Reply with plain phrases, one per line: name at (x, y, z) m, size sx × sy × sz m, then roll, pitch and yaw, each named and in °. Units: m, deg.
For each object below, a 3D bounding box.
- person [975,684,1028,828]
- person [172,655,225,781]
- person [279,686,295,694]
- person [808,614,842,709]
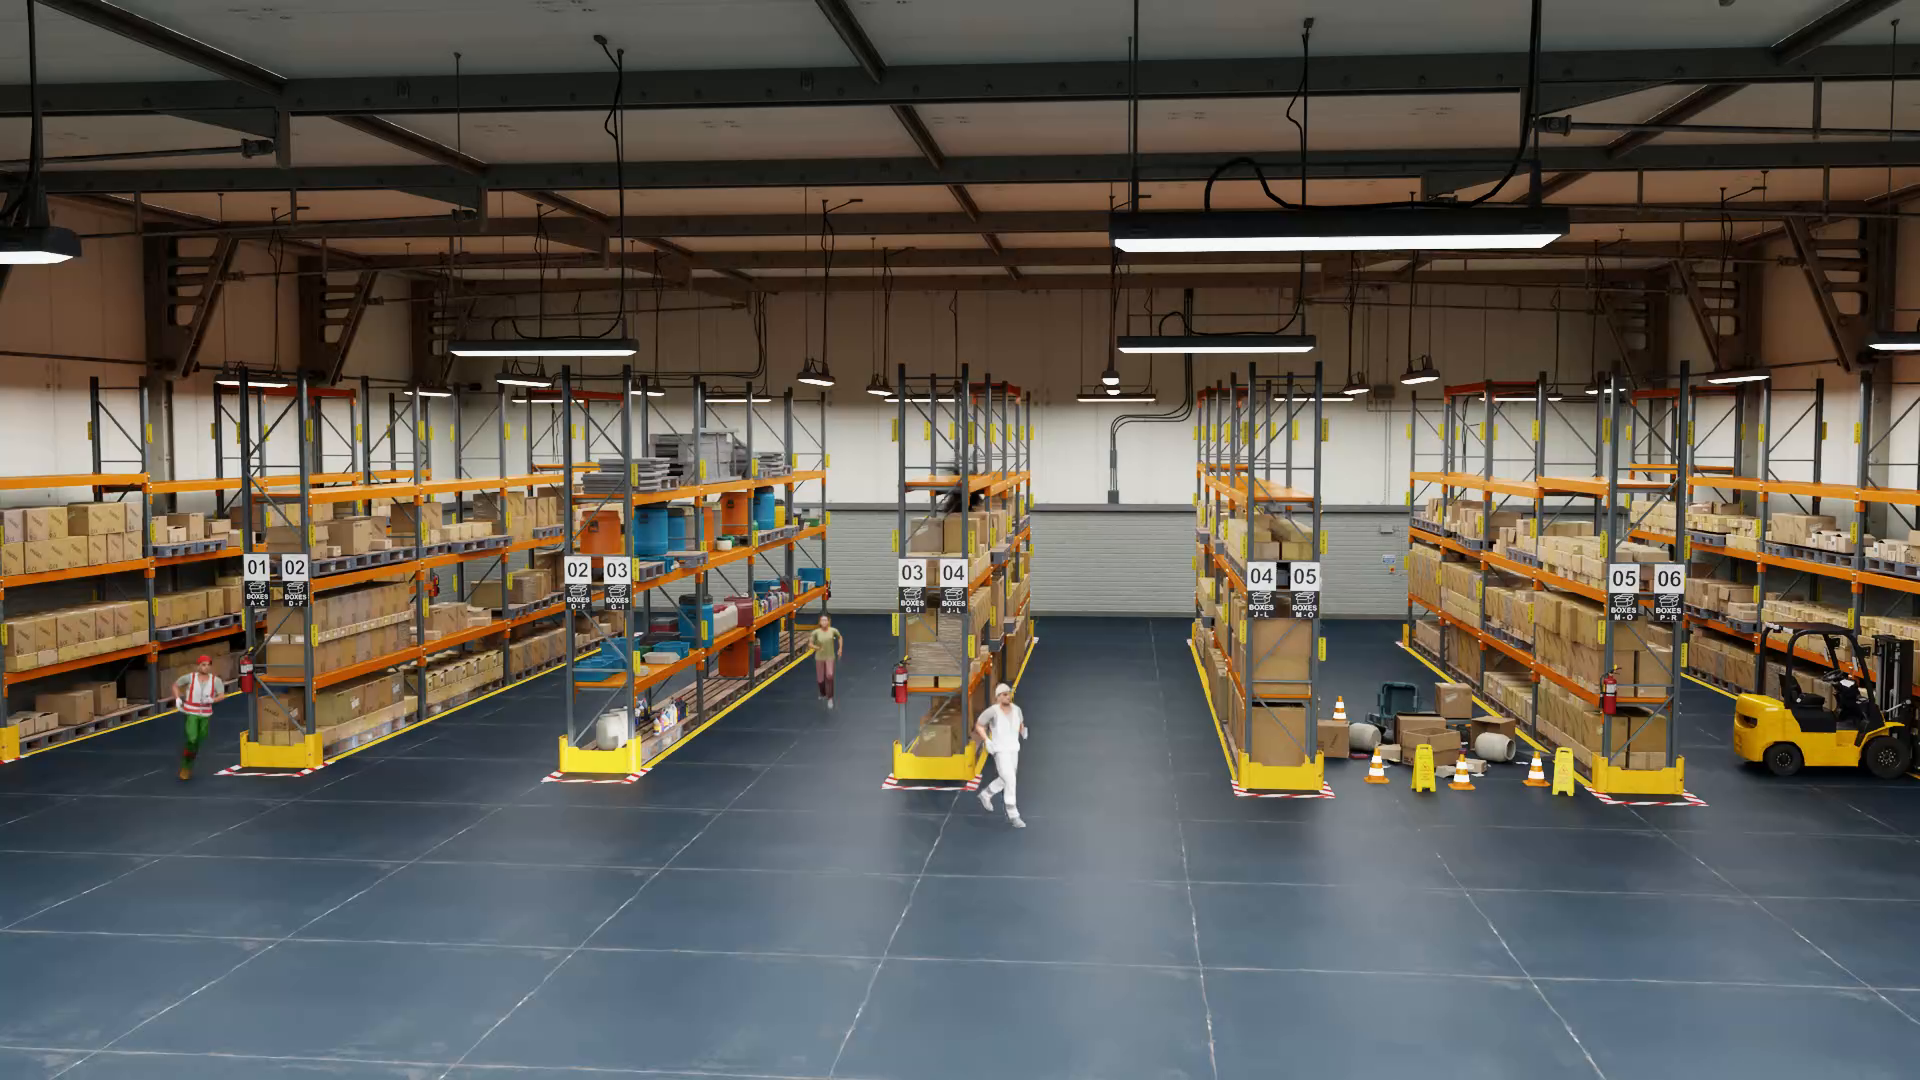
person at (0.568, 2.735, 21.398) m, size 0.638 × 1.795 × 0.922 m, roll -3°, pitch 5°, yaw -38°
person at (-11.098, 2.573, 24.266) m, size 0.671 × 1.804 × 0.692 m, roll -3°, pitch 5°, yaw -41°
person at (-11.487, 2.381, 28.610) m, size 0.546 × 1.654 × 0.656 m, roll 1°, pitch 4°, yaw 11°
person at (-2.377, 2.116, 29.342) m, size 0.594 × 1.640 × 0.749 m, roll 0°, pitch 4°, yaw -3°
